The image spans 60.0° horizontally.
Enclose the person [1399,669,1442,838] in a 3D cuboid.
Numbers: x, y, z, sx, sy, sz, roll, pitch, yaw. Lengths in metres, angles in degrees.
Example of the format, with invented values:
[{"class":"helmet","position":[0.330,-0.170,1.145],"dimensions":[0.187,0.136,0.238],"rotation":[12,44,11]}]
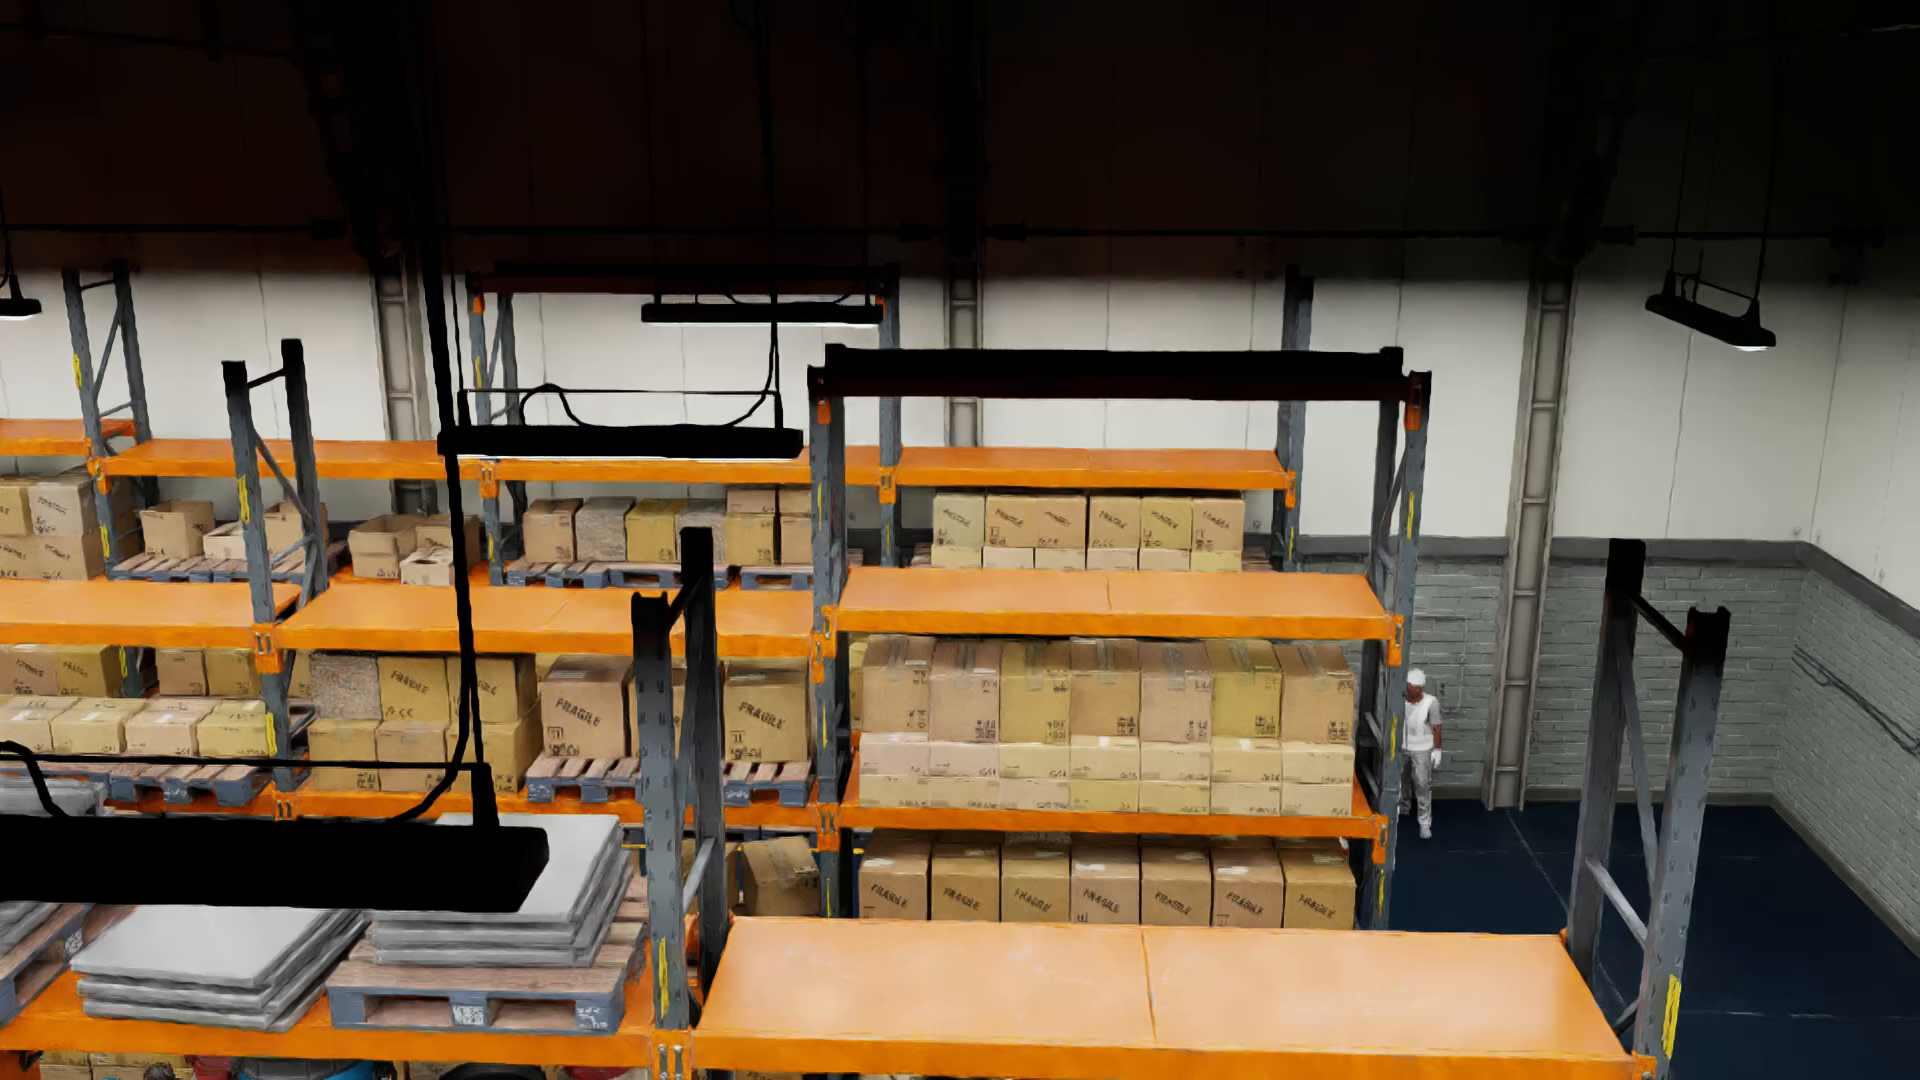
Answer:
[{"class":"person","position":[4.848,2.222,17.736],"dimensions":[0.738,1.770,0.576],"rotation":[14,21,39]}]

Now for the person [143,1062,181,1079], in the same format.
[{"class":"person","position":[-5.236,4.211,11.205],"dimensions":[1.089,1.572,0.448],"rotation":[0,16,0]}]
